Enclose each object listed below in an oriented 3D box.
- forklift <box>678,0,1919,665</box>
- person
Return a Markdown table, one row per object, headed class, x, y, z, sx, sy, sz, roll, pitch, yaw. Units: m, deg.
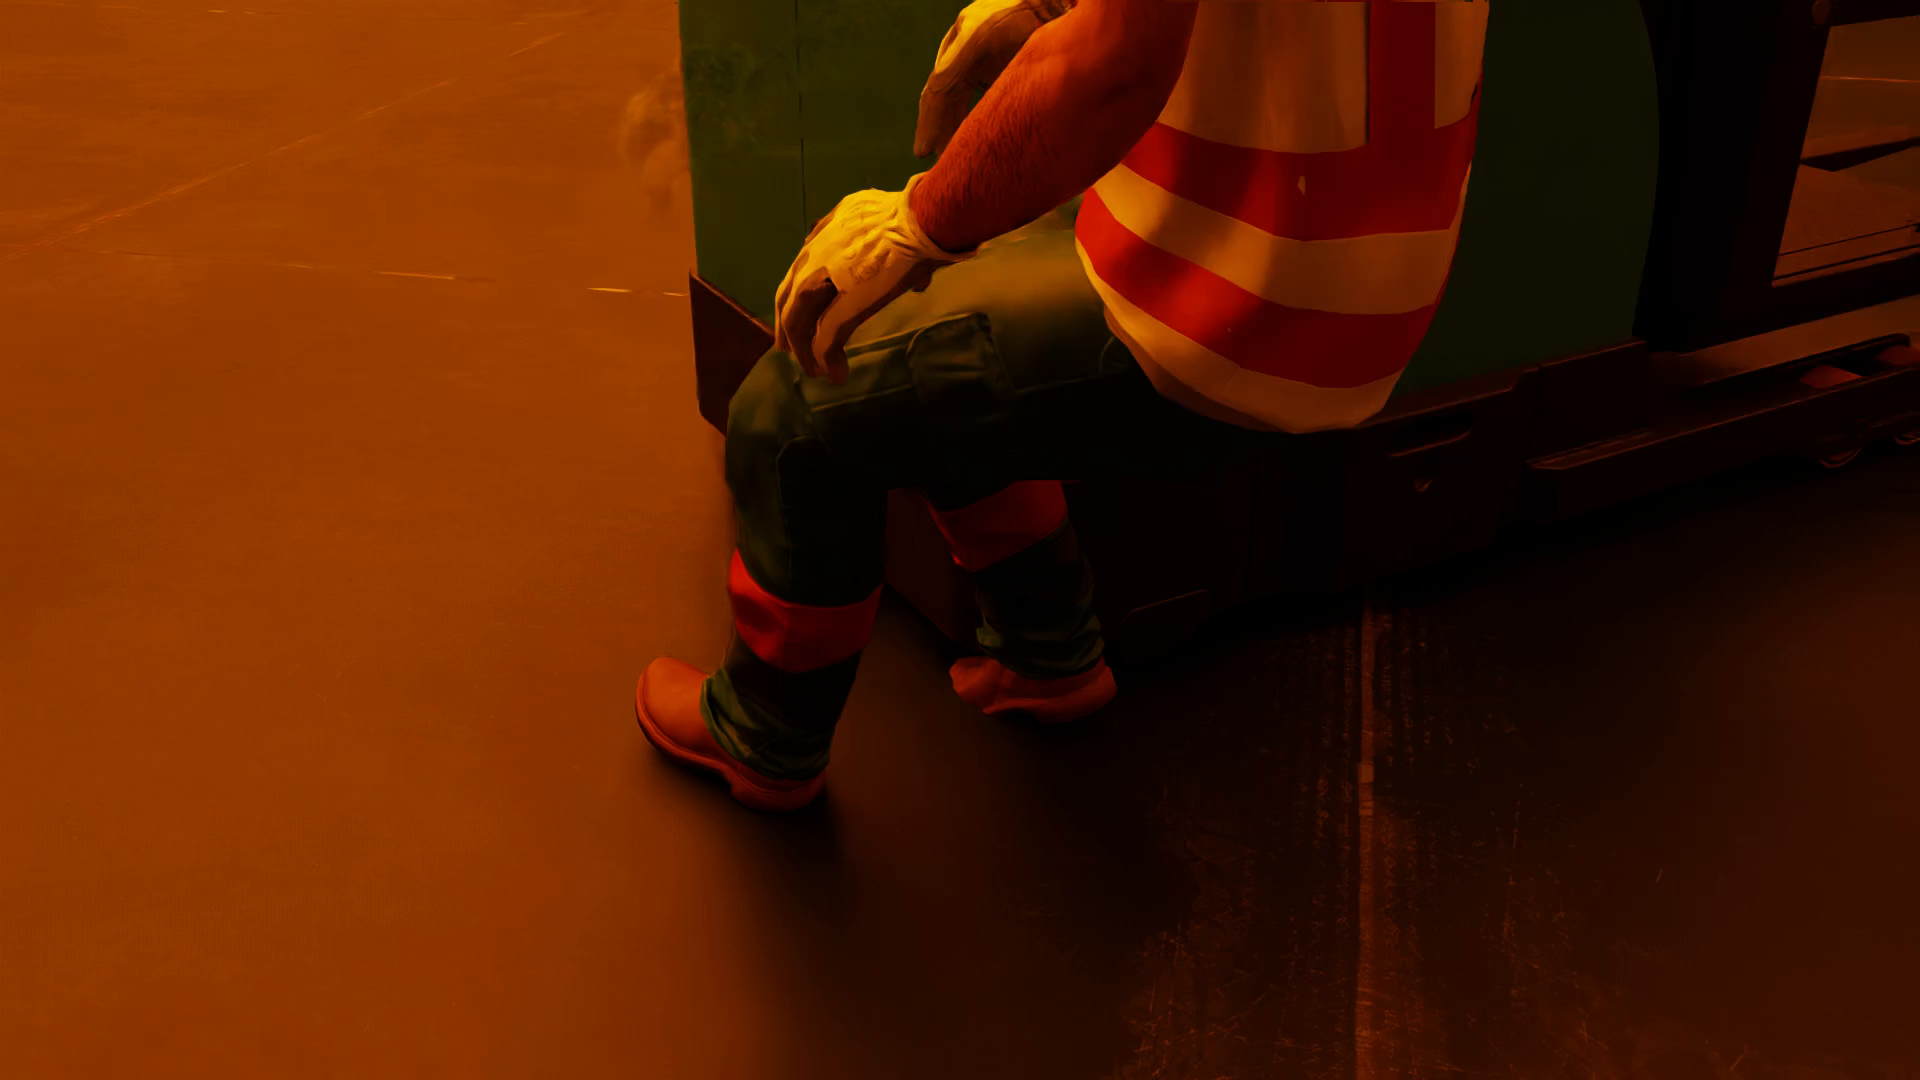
| class | x | y | z | sx | sy | sz | roll | pitch | yaw |
| --- | --- | --- | --- | --- | --- | --- | --- | --- | --- |
| forklift | 1.102 | -1.618 | 2.453 | 3.031 | 2.935 | 1.130 | -14 | 30 | -26 |
| person | -0.007 | -0.323 | 1.513 | 0.898 | 1.566 | 0.787 | 9 | 28 | 17 |
